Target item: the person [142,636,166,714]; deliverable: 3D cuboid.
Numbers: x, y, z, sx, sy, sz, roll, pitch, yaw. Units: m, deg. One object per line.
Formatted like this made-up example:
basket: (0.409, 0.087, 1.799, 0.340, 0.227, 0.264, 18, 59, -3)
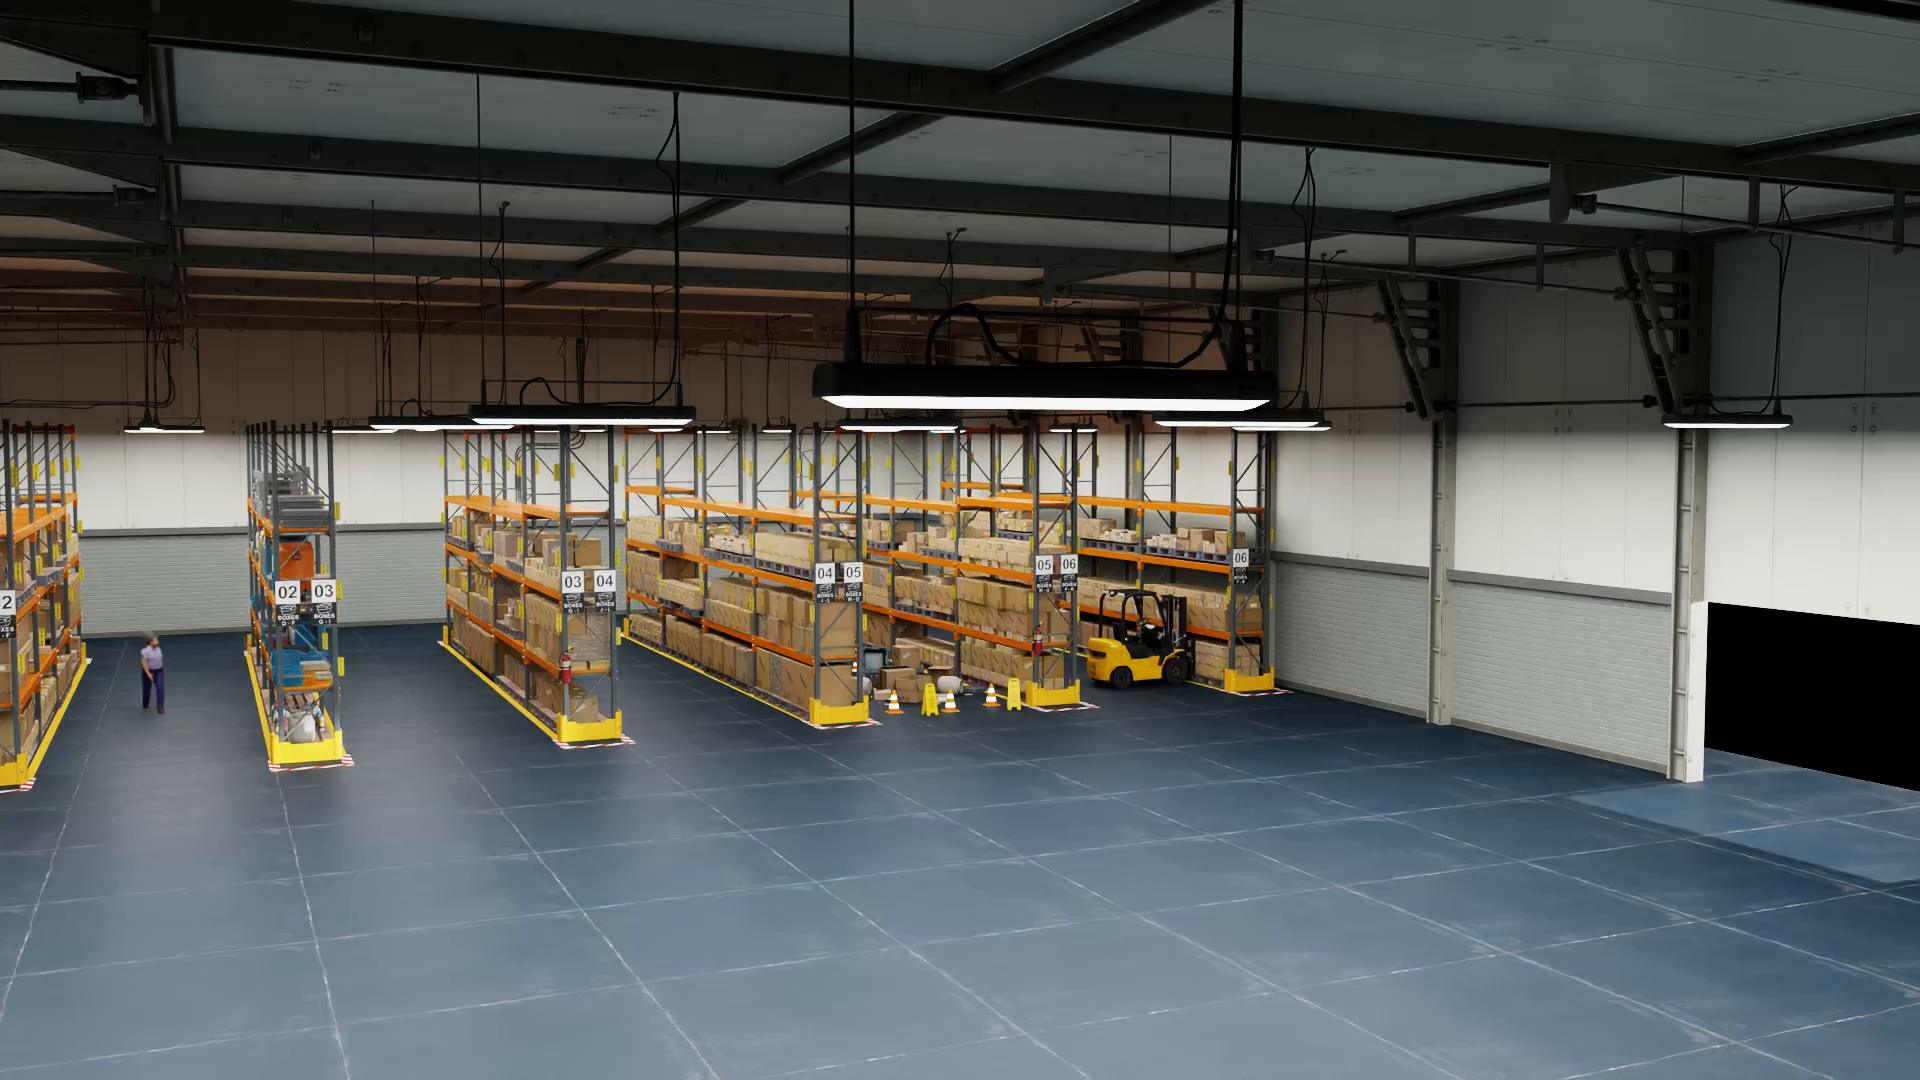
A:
person: (-16.707, 2.771, 34.369, 0.396, 1.602, 0.940, -2, 4, -35)
